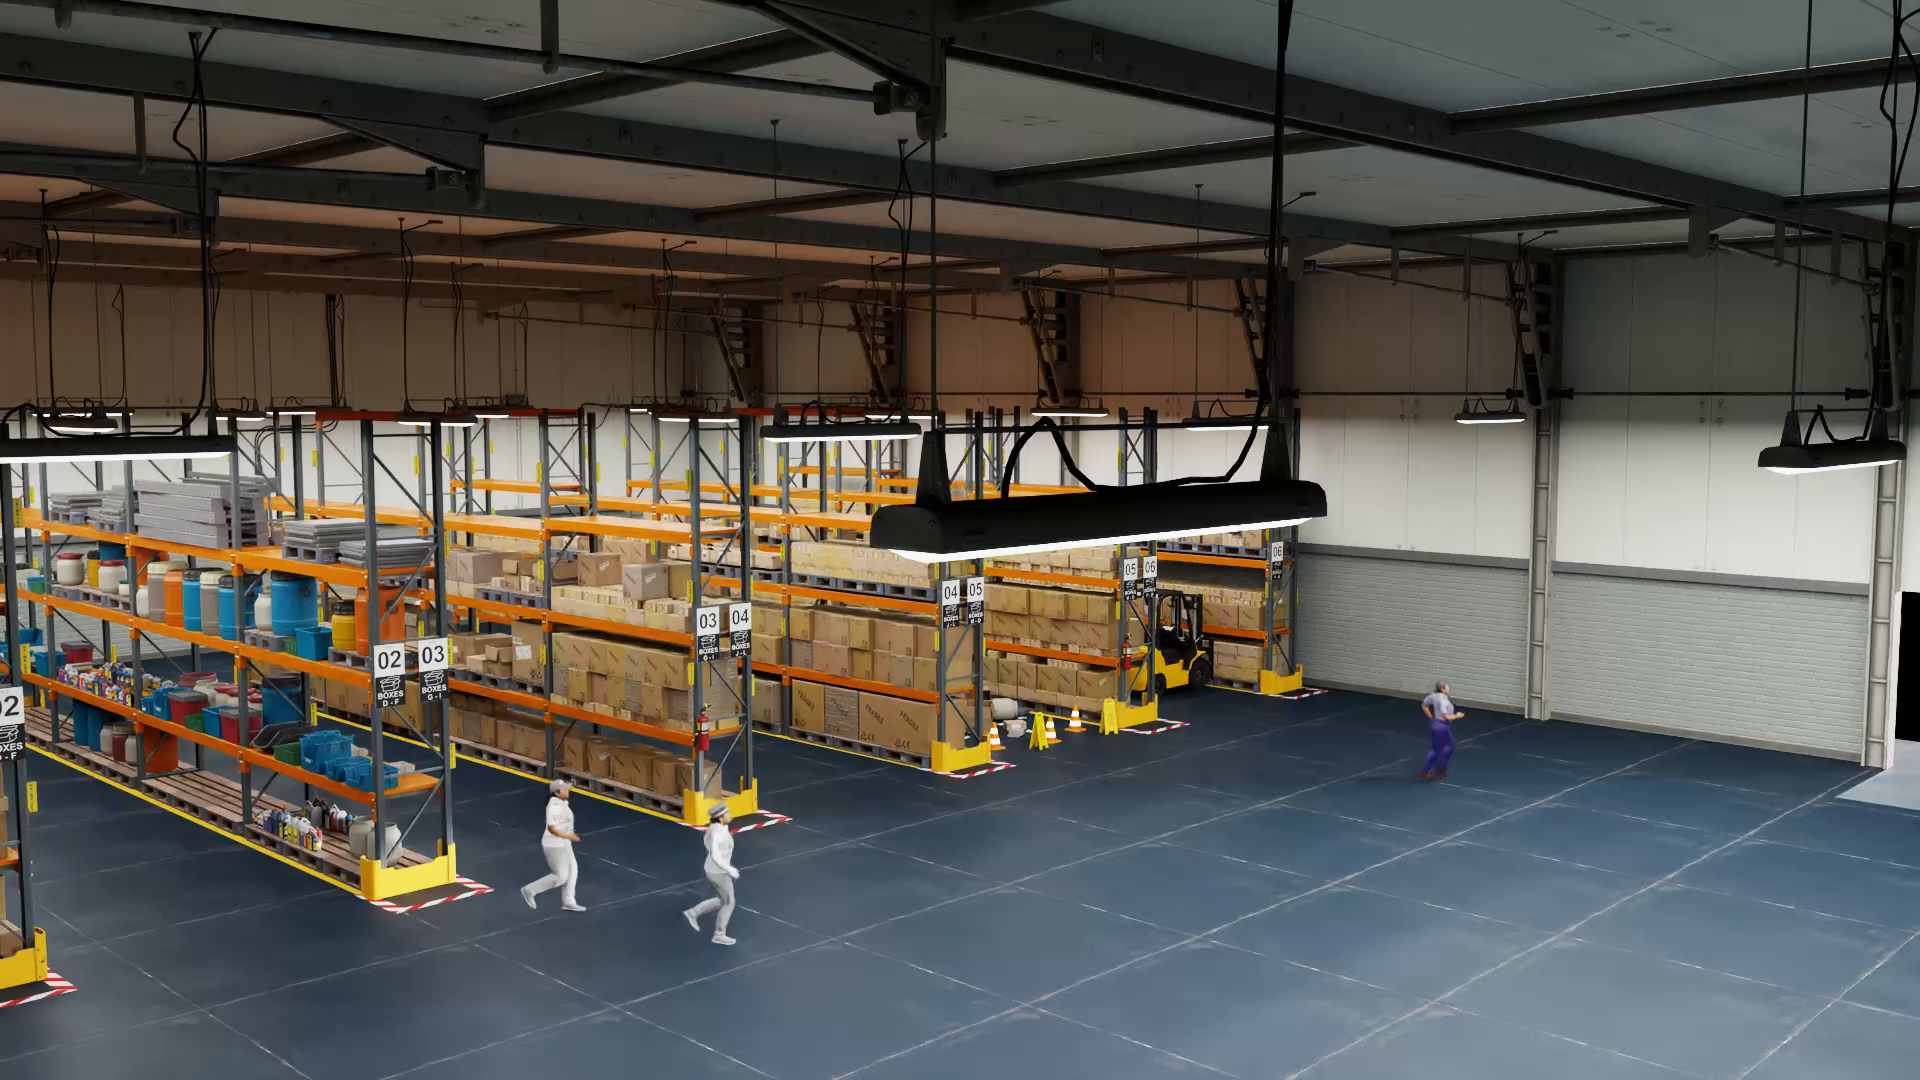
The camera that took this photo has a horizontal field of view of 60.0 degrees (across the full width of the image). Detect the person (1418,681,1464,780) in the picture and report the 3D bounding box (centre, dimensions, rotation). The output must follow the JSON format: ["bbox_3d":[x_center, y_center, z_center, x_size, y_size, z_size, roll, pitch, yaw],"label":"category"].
[{"bbox_3d":[7.831,3.127,27.120,0.722,1.693,0.581,0,5,0],"label":"person"}]

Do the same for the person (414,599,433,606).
[{"bbox_3d":[-12.636,2.028,38.980,0.711,1.708,0.555,1,5,9],"label":"person"}]

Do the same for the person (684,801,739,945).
[{"bbox_3d":[-2.853,3.823,19.089,0.601,1.675,0.626,-1,5,-16],"label":"person"}]

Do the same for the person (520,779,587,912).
[{"bbox_3d":[-4.958,3.734,20.265,0.766,1.664,0.614,-1,5,-10],"label":"person"}]
